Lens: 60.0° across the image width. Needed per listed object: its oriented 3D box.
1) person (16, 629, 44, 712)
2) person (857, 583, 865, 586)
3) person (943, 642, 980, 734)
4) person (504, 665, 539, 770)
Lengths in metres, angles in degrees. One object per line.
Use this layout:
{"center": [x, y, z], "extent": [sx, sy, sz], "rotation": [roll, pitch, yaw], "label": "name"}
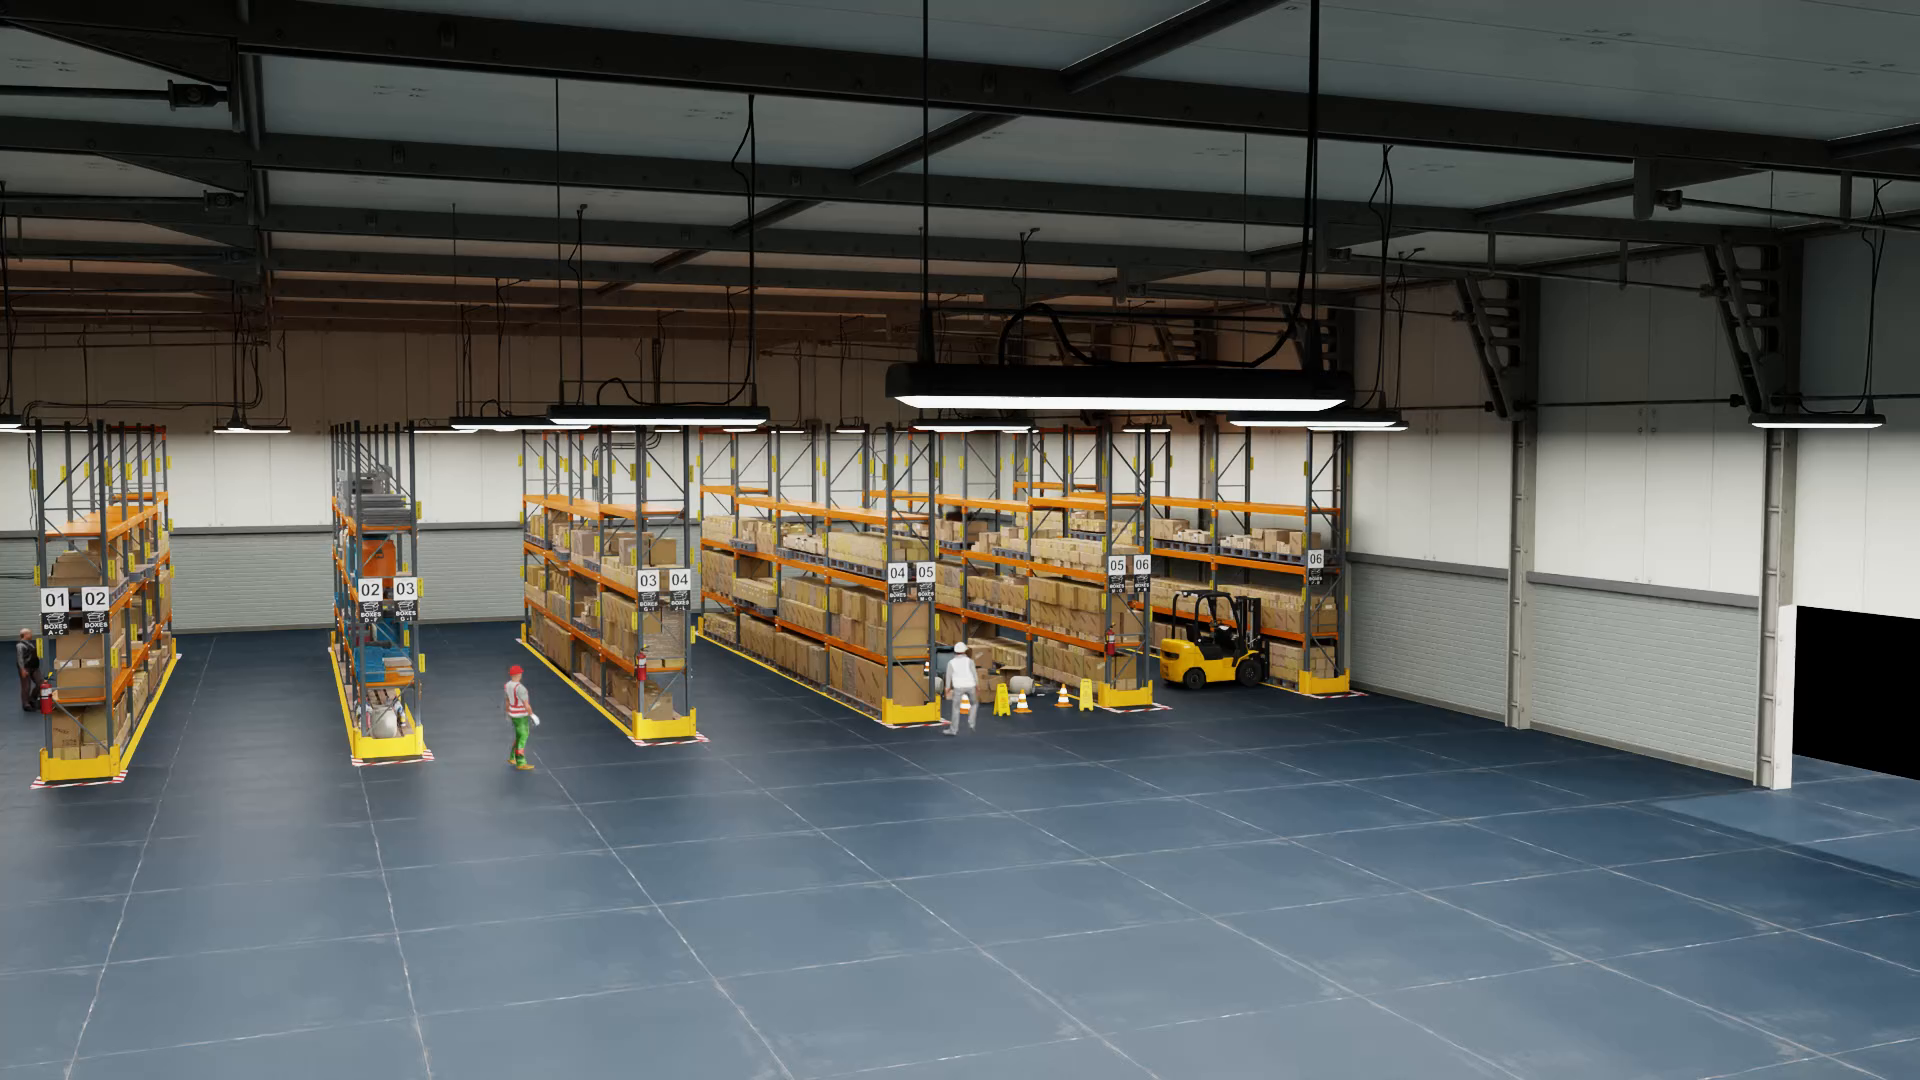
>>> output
{"center": [-19.418, 2.707, 34.674], "extent": [0.444, 1.726, 0.579], "rotation": [1, 4, 14], "label": "person"}
{"center": [-2.629, 1.845, 44.660], "extent": [0.472, 1.599, 0.336], "rotation": [3, 5, 42], "label": "person"}
{"center": [0.035, 2.831, 31.881], "extent": [0.702, 1.769, 0.406], "rotation": [0, 4, -6], "label": "person"}
{"center": [-7.555, 3.046, 28.633], "extent": [0.552, 1.799, 0.631], "rotation": [-2, 4, -23], "label": "person"}
